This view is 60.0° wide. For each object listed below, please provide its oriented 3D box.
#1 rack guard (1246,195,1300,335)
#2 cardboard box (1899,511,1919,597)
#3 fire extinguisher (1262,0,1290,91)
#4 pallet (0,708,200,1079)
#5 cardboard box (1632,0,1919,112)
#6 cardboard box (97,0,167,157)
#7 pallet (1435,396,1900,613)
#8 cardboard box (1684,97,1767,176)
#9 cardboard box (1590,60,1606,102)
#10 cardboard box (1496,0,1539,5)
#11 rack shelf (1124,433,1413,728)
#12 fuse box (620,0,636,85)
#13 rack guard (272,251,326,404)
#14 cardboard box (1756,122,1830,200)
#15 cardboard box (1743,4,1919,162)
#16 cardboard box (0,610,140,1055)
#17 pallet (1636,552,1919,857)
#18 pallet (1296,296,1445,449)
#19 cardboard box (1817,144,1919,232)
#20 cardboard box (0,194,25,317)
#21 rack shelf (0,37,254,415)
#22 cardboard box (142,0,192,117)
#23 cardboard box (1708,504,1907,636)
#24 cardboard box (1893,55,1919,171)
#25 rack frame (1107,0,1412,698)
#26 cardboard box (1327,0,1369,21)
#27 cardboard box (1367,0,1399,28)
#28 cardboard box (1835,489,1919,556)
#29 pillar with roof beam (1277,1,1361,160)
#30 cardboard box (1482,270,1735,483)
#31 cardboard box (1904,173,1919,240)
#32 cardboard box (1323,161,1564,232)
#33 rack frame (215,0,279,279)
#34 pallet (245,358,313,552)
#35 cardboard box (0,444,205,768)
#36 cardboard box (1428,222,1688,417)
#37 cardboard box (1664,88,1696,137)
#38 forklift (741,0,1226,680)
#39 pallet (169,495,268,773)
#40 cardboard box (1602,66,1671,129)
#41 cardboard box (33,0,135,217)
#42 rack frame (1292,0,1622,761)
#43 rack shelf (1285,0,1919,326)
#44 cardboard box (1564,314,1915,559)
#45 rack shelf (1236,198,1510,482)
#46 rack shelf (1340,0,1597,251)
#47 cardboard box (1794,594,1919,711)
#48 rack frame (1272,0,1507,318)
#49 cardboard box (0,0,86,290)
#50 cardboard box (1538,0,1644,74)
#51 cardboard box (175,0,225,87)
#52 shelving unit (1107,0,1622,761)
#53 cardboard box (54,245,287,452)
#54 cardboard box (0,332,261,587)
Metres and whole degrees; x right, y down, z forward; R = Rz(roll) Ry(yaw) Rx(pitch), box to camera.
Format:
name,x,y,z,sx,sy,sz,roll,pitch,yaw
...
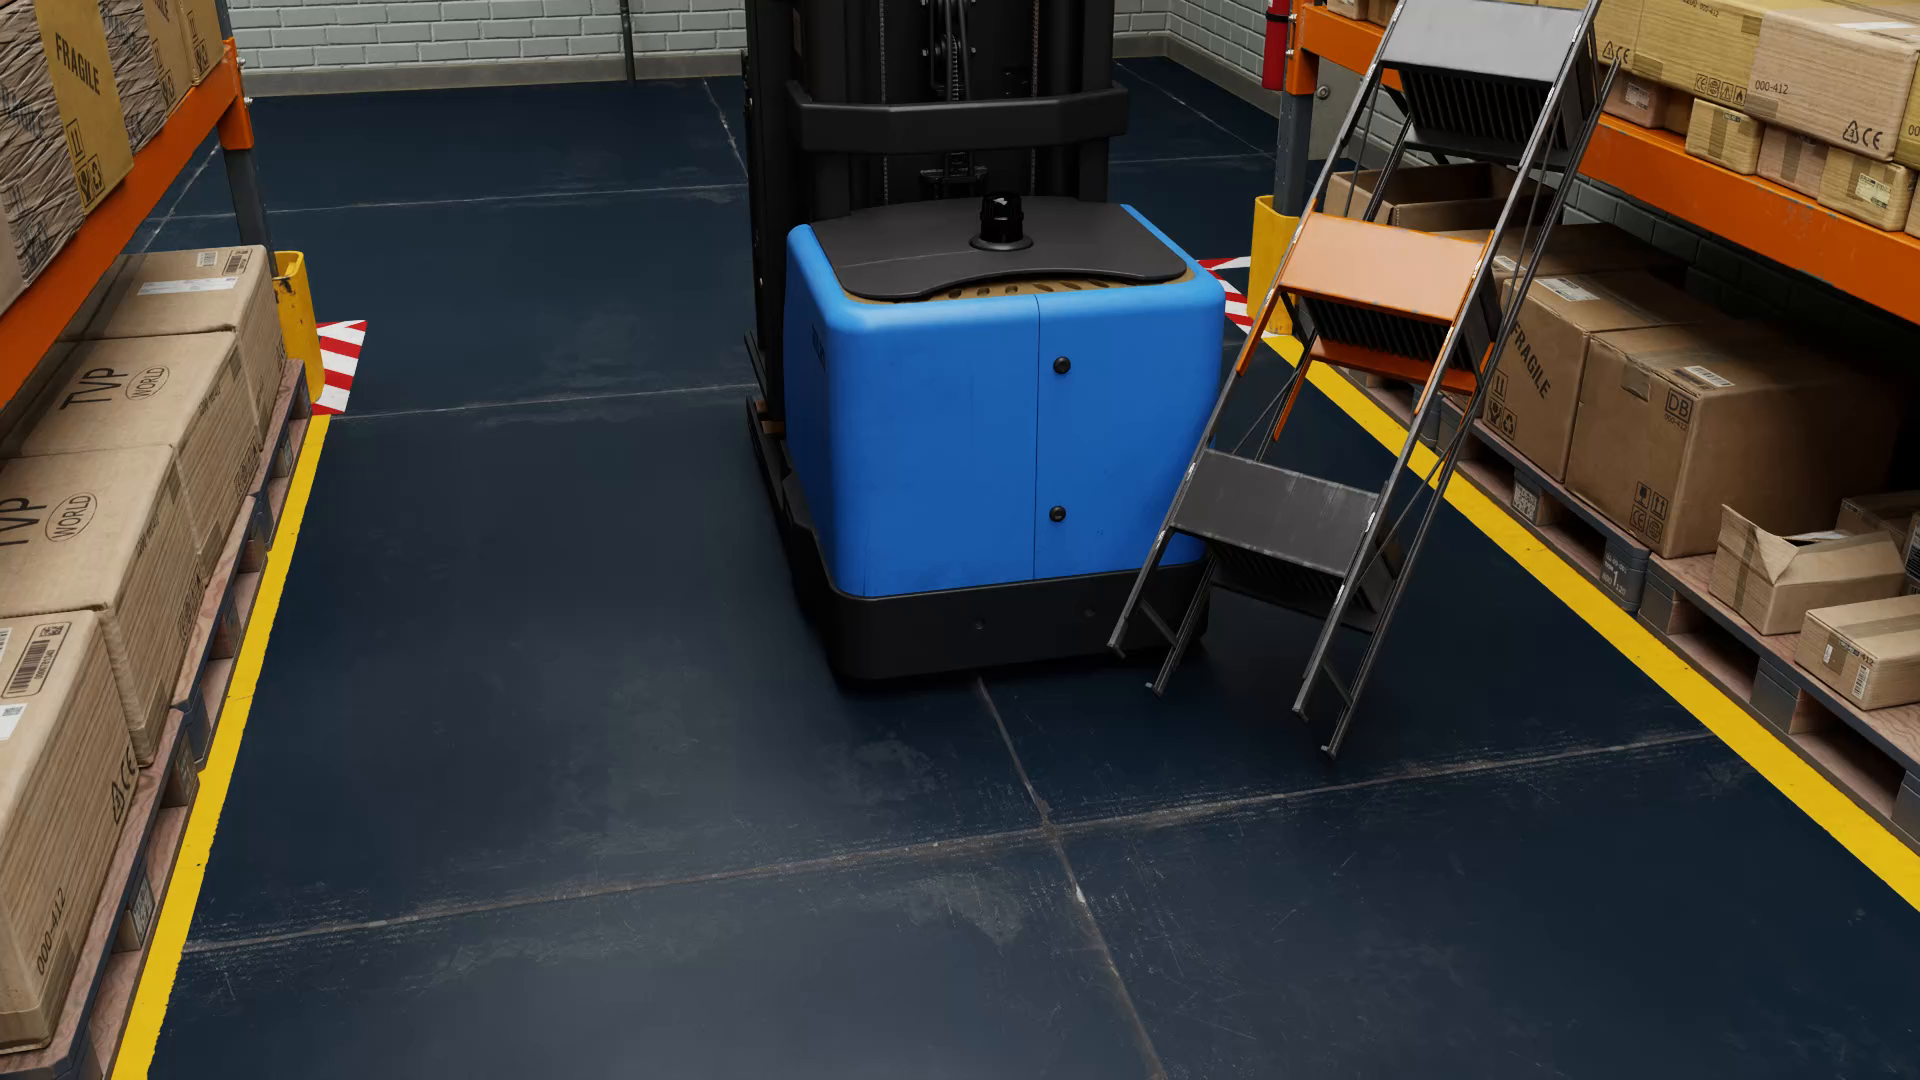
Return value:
name,x,y,z,sx,sy,sz,roll,pitch,yaw
rack guard,1.833,-1.207,7.087,1.175,0.500,0.348,-6,27,-12
cardboard box,2.799,0.098,4.245,0.500,0.311,0.500,-5,27,-10
fire extinguisher,1.333,-2.173,6.727,0.296,0.674,0.183,-6,27,-12
pallet,-2.212,0.808,3.415,1.003,0.211,1.213,-6,27,-12
cardboard box,2.139,-1.304,4.341,0.500,0.250,0.500,-6,27,-12
cardboard box,-2.428,-1.264,4.315,0.500,0.500,0.500,-5,27,-10
pallet,2.286,-0.194,5.400,1.003,0.211,1.213,-6,27,-12
cardboard box,2.120,-1.054,4.288,0.380,0.149,0.250,-6,27,-12
cardboard box,1.944,-1.388,4.950,0.380,0.149,0.250,-5,27,-10
cardboard box,1.887,-1.753,5.230,0.500,0.250,0.500,-6,27,-13
rack shelf,0.782,0.105,4.143,0.480,0.431,0.518,18,76,31
fuse box,-2.233,-3.898,11.074,0.539,1.711,0.414,-6,27,-12
rack guard,-3.024,-0.746,6.173,1.175,0.500,0.348,-6,27,-12
cardboard box,2.205,-0.945,4.071,0.380,0.149,0.250,-5,27,-10
cardboard box,2.238,-1.084,3.905,0.500,0.250,0.500,-6,27,-11
cardboard box,-2.154,0.575,3.160,0.875,0.438,0.875,-6,27,-12
pallet,2.564,0.343,4.337,1.003,0.211,1.213,-6,27,-12
pallet,2.014,-0.729,6.459,1.003,0.211,1.213,-6,27,-12
cardboard box,2.238,-0.827,3.838,0.380,0.149,0.250,-5,27,-10
cardboard box,-2.077,-0.594,2.986,0.500,0.500,0.500,-6,27,-11
rack shelf,-2.568,-0.652,4.011,1.077,0.370,4.000,-6,27,-12
cardboard box,-2.554,-1.489,4.760,0.500,0.500,0.500,-7,28,-13
cardboard box,2.226,0.061,4.369,0.396,0.266,0.258,-5,27,-10
cardboard box,2.365,-0.865,3.472,0.500,0.250,0.500,-5,27,-10
rack frame,0.885,-0.589,4.419,0.015,0.400,2.100,18,76,31
cardboard box,1.623,-2.072,6.306,0.380,0.149,0.250,-6,27,-12
cardboard box,1.726,-1.965,6.094,0.380,0.149,0.250,-5,27,-10
cardboard box,2.701,-0.020,4.658,0.380,0.149,0.250,-6,27,-12
pillar with roof beam,-2.107,-5.873,6.899,9.100,9.000,0.400,-6,27,-12
cardboard box,2.038,-0.529,5.277,0.500,0.500,0.500,-5,27,-11
cardboard box,2.320,-0.715,3.617,0.380,0.149,0.250,-5,27,-10
cardboard box,1.862,-1.152,6.507,0.797,0.503,0.637,-7,28,-14
rack frame,-3.019,-1.851,5.588,1.000,3.000,0.127,-6,27,-12
pallet,-2.762,-0.263,5.537,1.003,0.211,1.213,-6,27,-12
cardboard box,-2.357,0.182,3.938,0.875,0.438,0.875,-7,28,-13
cardboard box,2.017,-0.771,5.757,0.700,0.500,0.500,-5,27,-9
cardboard box,2.171,-1.179,4.535,0.380,0.149,0.250,-6,27,-11
forklift,-0.139,-1.585,5.138,1.130,2.935,3.031,-6,27,-11
pallet,-2.491,0.271,4.478,1.003,0.211,1.213,-6,27,-12
cardboard box,2.070,-1.282,4.740,0.380,0.149,0.250,-6,27,-12
cardboard box,-2.299,-1.039,3.868,0.500,0.500,0.500,-5,27,-10
rack frame,1.284,-0.457,4.170,0.015,0.400,2.100,18,76,31
rack shelf,2.267,-1.158,5.013,1.077,0.370,4.000,-6,27,-12
cardboard box,2.251,-0.315,4.854,0.700,0.500,0.500,-7,28,-14
rack shelf,1.079,-0.511,4.292,0.480,0.431,0.518,18,76,31
rack shelf,1.375,-1.128,4.441,0.480,0.431,0.518,18,76,31
cardboard box,2.306,0.270,4.085,0.380,0.149,0.250,-7,28,-13
rack frame,1.816,-2.357,6.590,1.000,3.000,0.127,-6,27,-12
cardboard box,-2.183,-0.813,3.420,0.500,0.500,0.500,-6,27,-11
cardboard box,2.023,-1.530,4.789,0.500,0.250,0.500,-7,28,-13
cardboard box,-2.652,-1.711,5.200,0.500,0.500,0.500,-6,27,-11
shelving unit,1.085,-0.523,4.295,0.503,0.431,2.100,18,76,31
cardboard box,-2.773,-0.615,5.517,0.875,0.438,0.875,-7,28,-13
cardboard box,-2.558,-0.214,4.723,0.875,0.438,0.875,-5,27,-10
